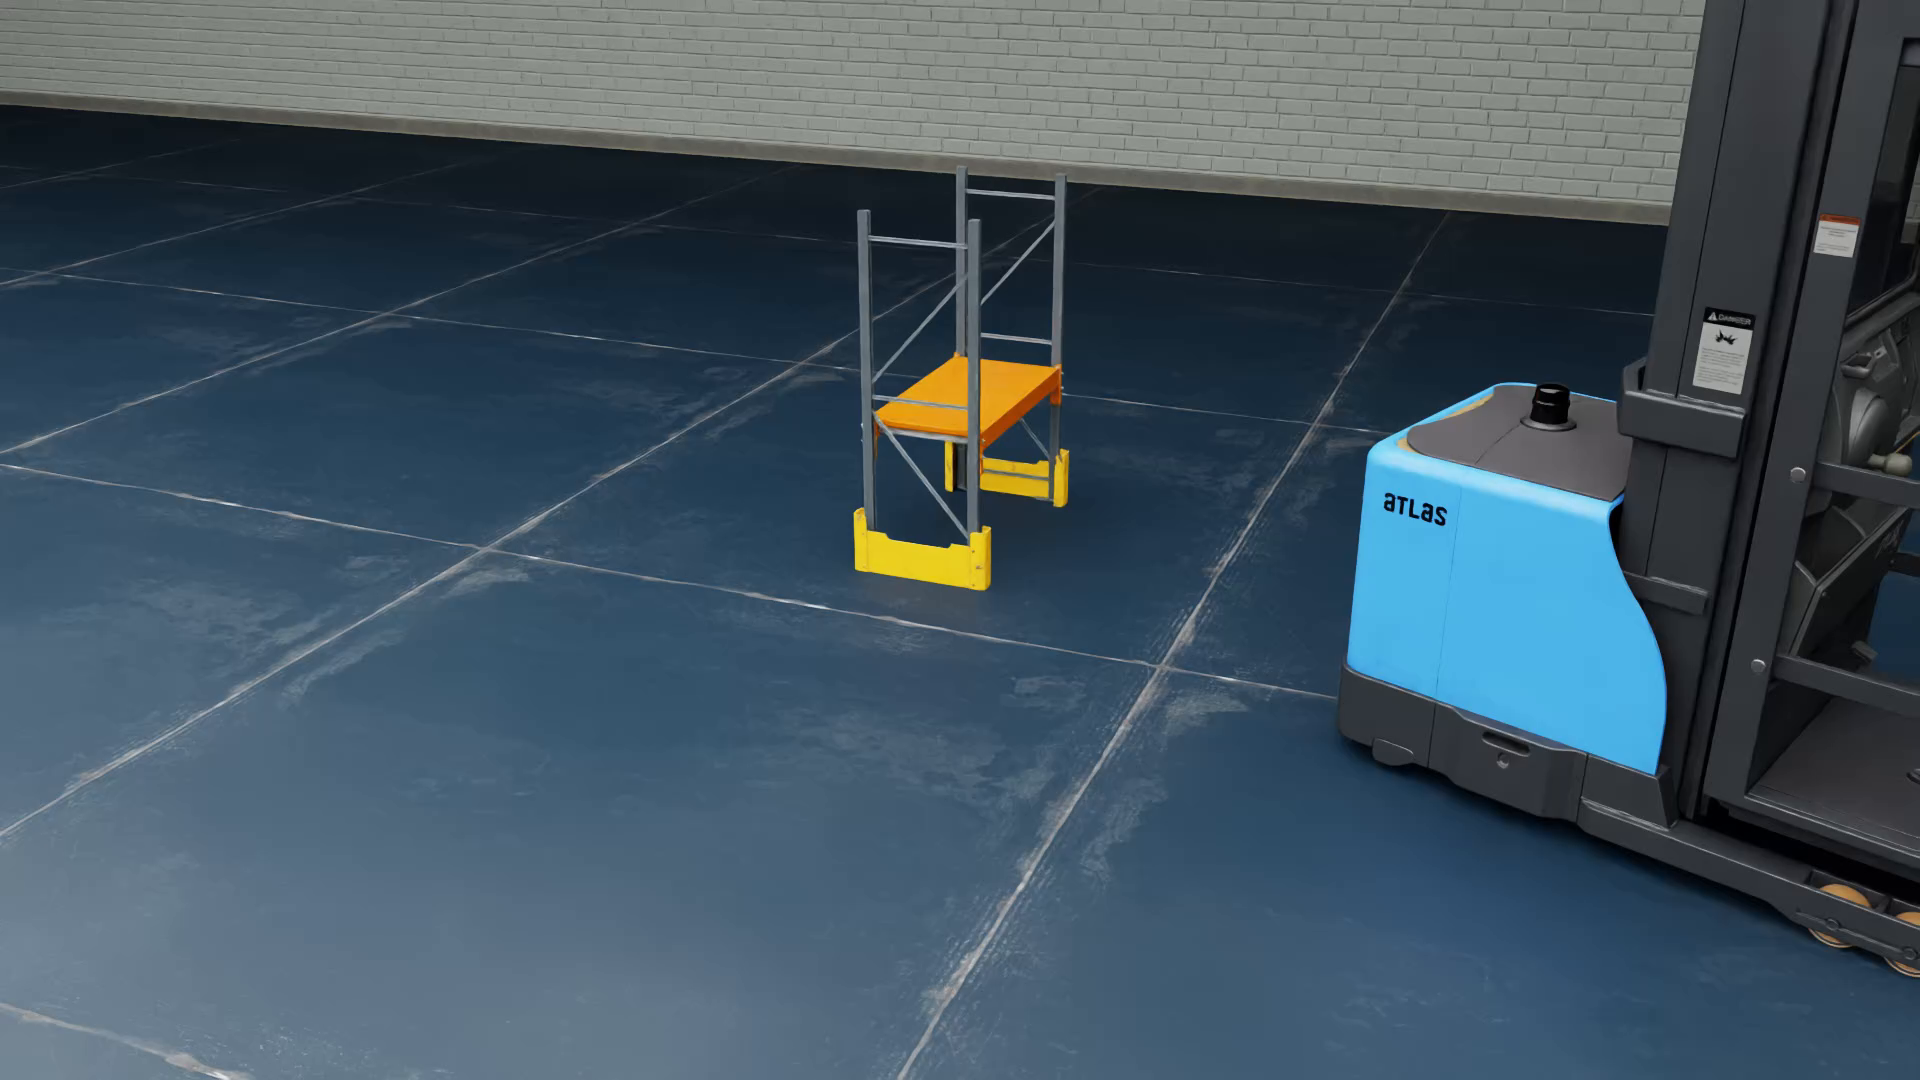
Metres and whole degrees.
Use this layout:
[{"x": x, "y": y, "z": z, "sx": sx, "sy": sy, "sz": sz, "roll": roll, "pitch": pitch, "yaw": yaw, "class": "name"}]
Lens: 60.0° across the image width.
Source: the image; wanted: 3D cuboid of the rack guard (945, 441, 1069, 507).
[{"x": 0.213, "y": -0.321, "z": 7.694, "sx": 0.587, "sy": 0.250, "sz": 0.087, "roll": 9, "pitch": 24, "yaw": 20, "class": "rack guard"}]

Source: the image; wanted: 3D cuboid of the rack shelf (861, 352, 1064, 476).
[{"x": 0.032, "y": -0.557, "z": 7.103, "sx": 0.538, "sy": 0.185, "sz": 1.000, "roll": 9, "pitch": 24, "yaw": 20, "class": "rack shelf"}]

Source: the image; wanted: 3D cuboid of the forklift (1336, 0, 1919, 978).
[{"x": 2.688, "y": -0.412, "z": 4.433, "sx": 3.031, "sy": 2.935, "sz": 1.130, "roll": 19, "pitch": 29, "yaw": 38, "class": "forklift"}]

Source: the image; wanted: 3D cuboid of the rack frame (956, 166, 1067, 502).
[{"x": 0.221, "y": -0.904, "z": 7.470, "sx": 0.500, "sy": 1.500, "sz": 0.032, "roll": 9, "pitch": 24, "yaw": 20, "class": "rack frame"}]

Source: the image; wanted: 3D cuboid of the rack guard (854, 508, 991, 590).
[{"x": -0.157, "y": 0.036, "z": 6.840, "sx": 0.587, "sy": 0.250, "sz": 0.087, "roll": 9, "pitch": 24, "yaw": 20, "class": "rack guard"}]

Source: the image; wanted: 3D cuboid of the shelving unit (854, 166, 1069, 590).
[{"x": 0.028, "y": -0.719, "z": 7.026, "sx": 0.587, "sy": 1.500, "sz": 1.083, "roll": 9, "pitch": 24, "yaw": 20, "class": "shelving unit"}]

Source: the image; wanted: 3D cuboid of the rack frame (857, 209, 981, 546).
[{"x": -0.157, "y": -0.541, "z": 6.599, "sx": 0.500, "sy": 1.500, "sz": 0.032, "roll": 9, "pitch": 24, "yaw": 20, "class": "rack frame"}]
